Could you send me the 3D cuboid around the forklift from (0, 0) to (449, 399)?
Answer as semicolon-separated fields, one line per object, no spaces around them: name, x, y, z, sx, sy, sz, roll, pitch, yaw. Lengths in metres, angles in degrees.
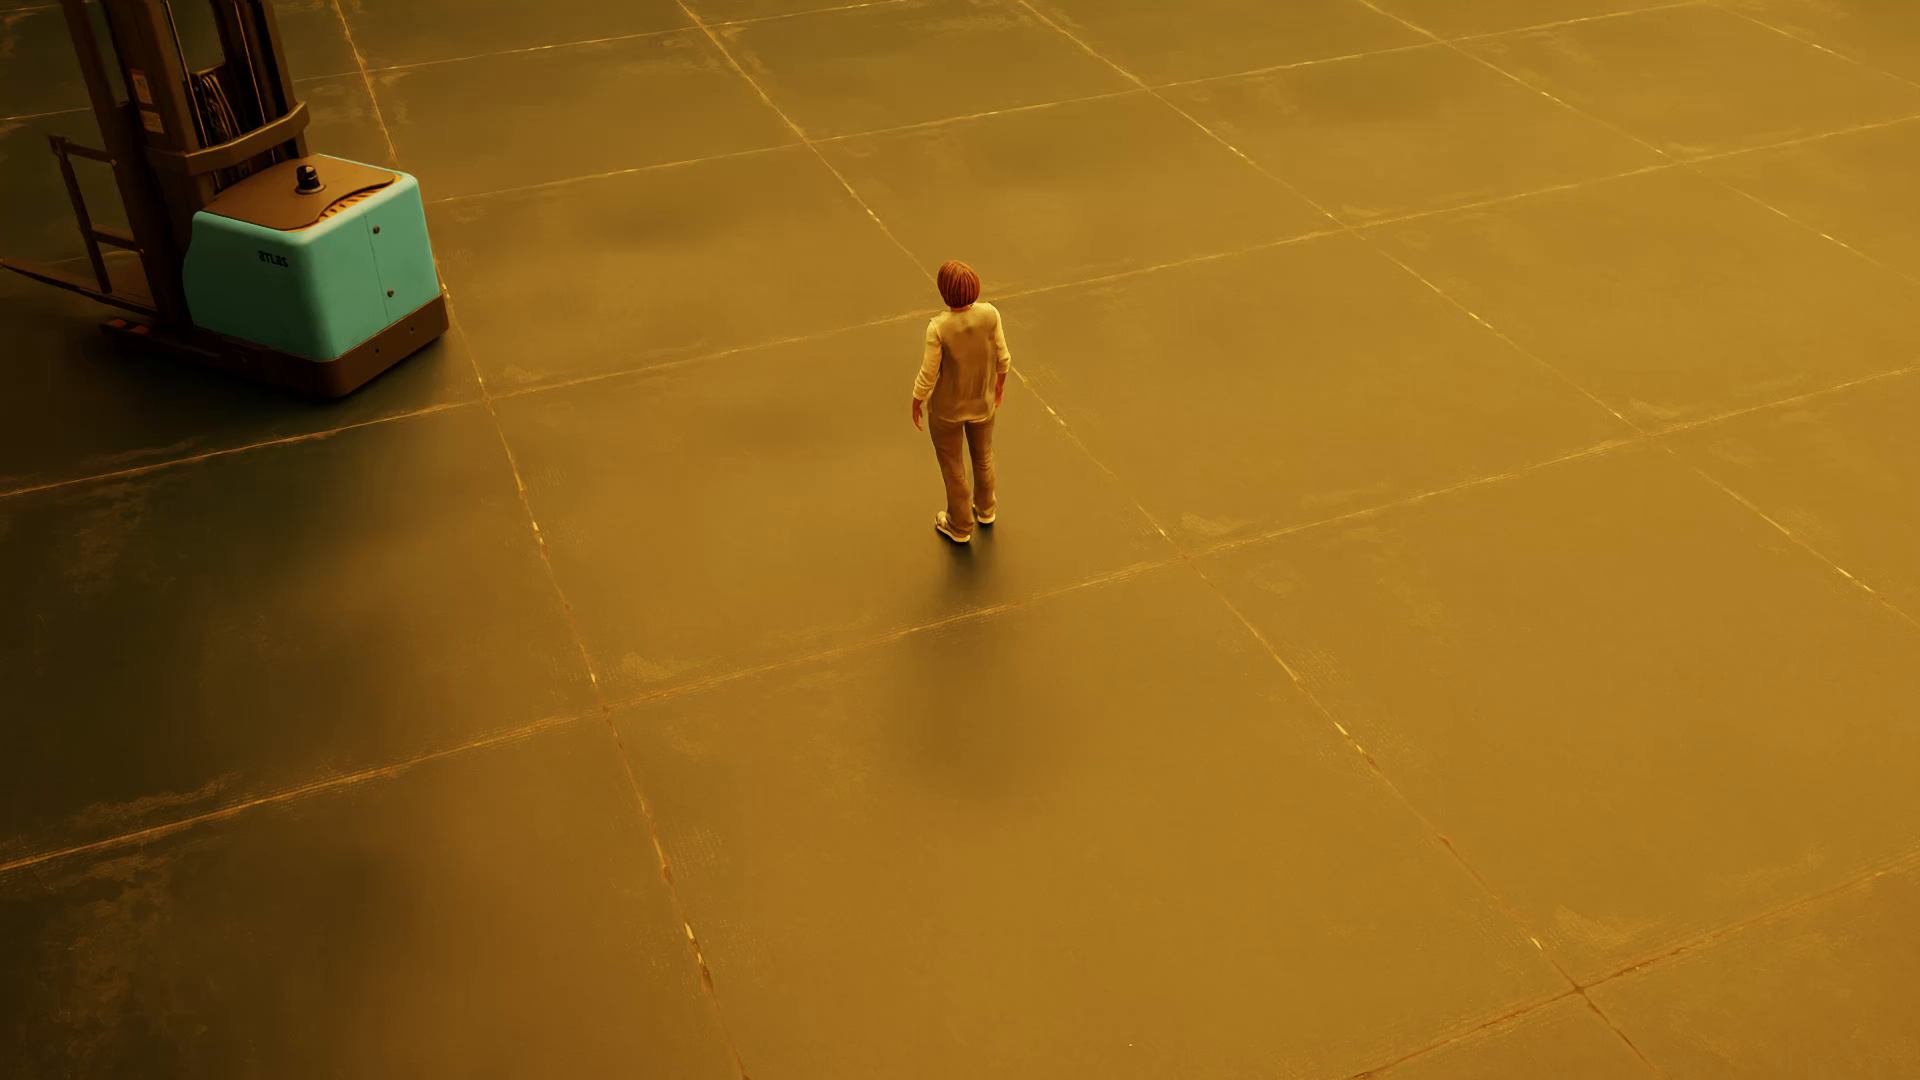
forklift;-4.738;-2.601;9.757;3.031;2.935;1.130;16;38;21

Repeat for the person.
person;-0.016;-0.699;8.220;0.520;1.597;0.475;-14;38;-19
